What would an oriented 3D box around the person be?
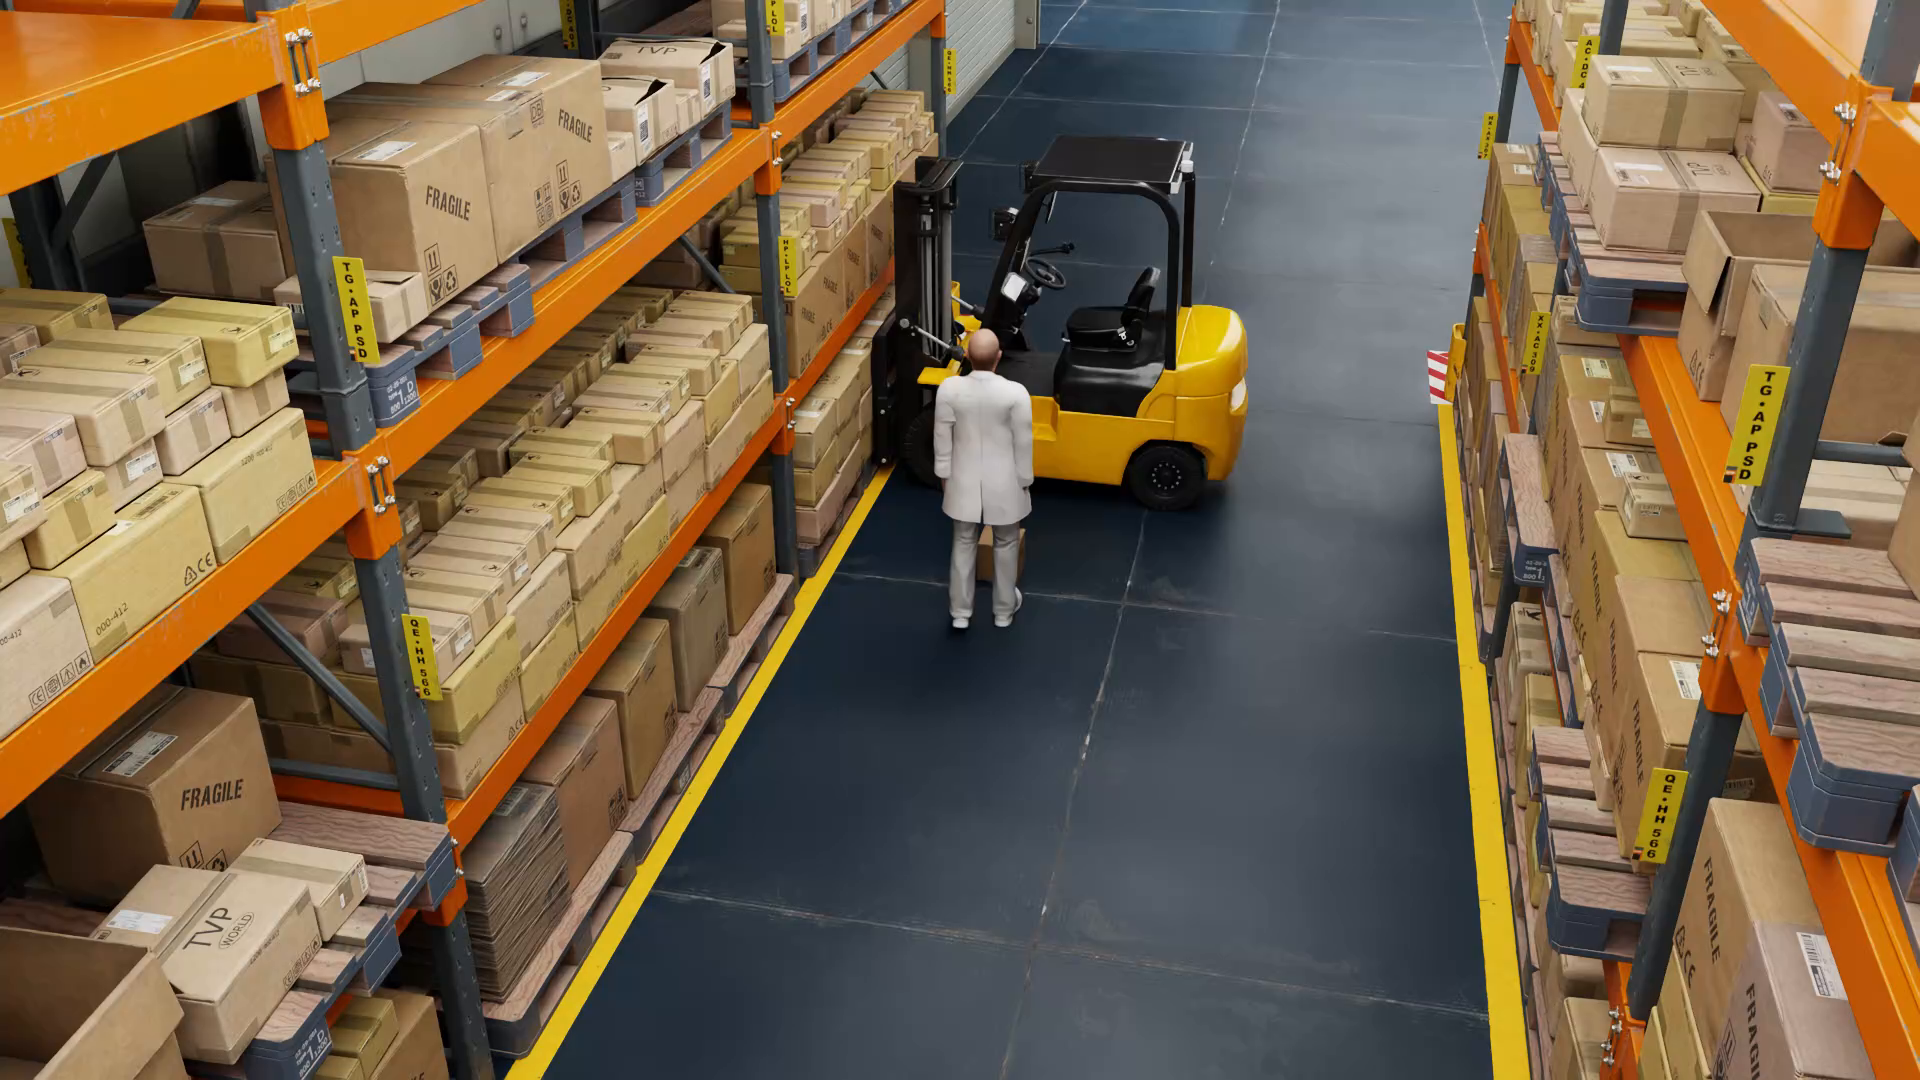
[{"bbox_3d":[0.135,-0.337,9.288,0.563,1.804,0.482,6,29,12],"label":"person"}]
